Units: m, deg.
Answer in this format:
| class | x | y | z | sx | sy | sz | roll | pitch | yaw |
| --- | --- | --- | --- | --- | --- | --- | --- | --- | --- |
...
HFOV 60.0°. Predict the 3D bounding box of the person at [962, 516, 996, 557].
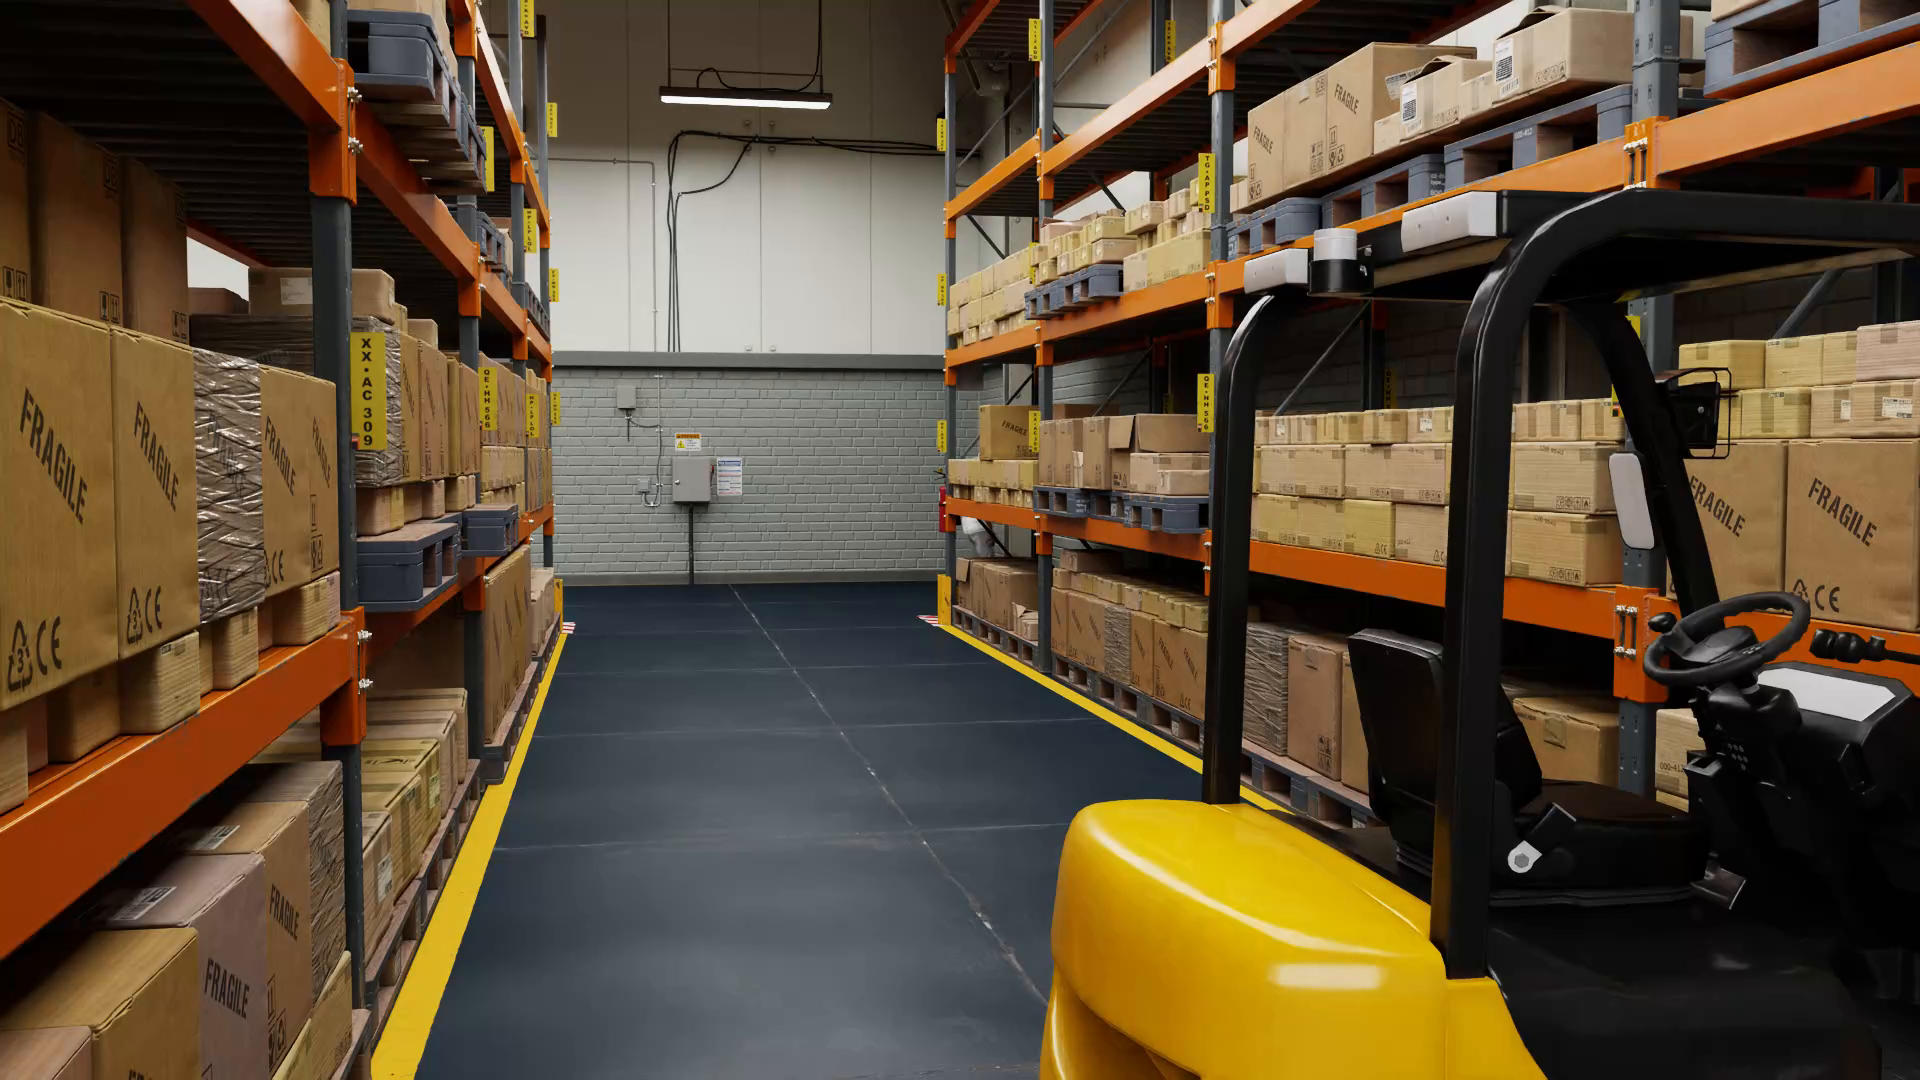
| class | x | y | z | sx | sy | sz | roll | pitch | yaw |
| --- | --- | --- | --- | --- | --- | --- | --- | --- | --- |
| person | 0.265 | -0.099 | 18.834 | 0.460 | 1.759 | 0.629 | -1 | 3 | -15 |
